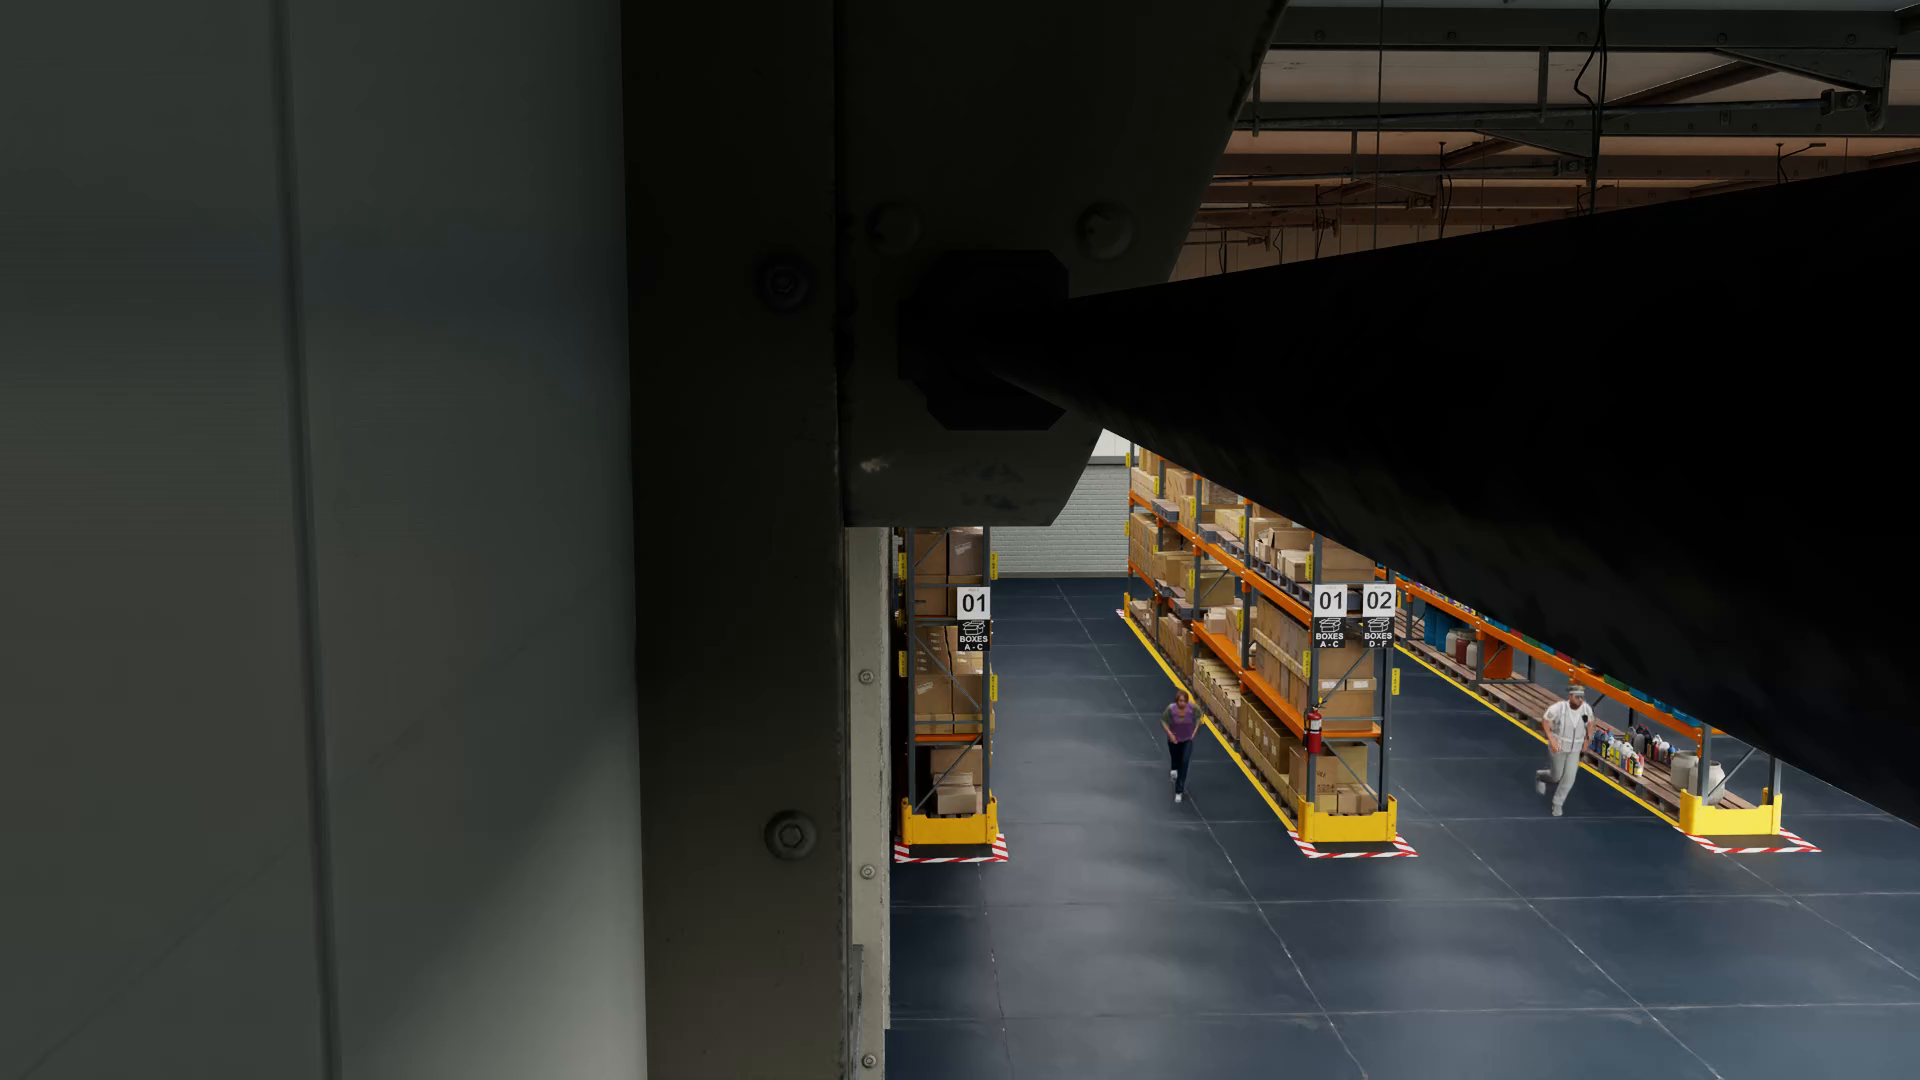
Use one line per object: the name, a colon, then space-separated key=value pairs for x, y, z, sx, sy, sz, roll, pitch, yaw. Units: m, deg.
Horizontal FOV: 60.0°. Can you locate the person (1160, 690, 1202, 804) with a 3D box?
person: x=2.971 y=2.777 z=22.520 sx=0.568 sy=1.433 sz=0.909 roll=0 pitch=7 yaw=-1

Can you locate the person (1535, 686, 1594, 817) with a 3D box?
person: x=7.971 y=2.703 z=21.873 sx=0.677 sy=1.721 sz=0.719 roll=-1 pitch=7 yaw=-6
